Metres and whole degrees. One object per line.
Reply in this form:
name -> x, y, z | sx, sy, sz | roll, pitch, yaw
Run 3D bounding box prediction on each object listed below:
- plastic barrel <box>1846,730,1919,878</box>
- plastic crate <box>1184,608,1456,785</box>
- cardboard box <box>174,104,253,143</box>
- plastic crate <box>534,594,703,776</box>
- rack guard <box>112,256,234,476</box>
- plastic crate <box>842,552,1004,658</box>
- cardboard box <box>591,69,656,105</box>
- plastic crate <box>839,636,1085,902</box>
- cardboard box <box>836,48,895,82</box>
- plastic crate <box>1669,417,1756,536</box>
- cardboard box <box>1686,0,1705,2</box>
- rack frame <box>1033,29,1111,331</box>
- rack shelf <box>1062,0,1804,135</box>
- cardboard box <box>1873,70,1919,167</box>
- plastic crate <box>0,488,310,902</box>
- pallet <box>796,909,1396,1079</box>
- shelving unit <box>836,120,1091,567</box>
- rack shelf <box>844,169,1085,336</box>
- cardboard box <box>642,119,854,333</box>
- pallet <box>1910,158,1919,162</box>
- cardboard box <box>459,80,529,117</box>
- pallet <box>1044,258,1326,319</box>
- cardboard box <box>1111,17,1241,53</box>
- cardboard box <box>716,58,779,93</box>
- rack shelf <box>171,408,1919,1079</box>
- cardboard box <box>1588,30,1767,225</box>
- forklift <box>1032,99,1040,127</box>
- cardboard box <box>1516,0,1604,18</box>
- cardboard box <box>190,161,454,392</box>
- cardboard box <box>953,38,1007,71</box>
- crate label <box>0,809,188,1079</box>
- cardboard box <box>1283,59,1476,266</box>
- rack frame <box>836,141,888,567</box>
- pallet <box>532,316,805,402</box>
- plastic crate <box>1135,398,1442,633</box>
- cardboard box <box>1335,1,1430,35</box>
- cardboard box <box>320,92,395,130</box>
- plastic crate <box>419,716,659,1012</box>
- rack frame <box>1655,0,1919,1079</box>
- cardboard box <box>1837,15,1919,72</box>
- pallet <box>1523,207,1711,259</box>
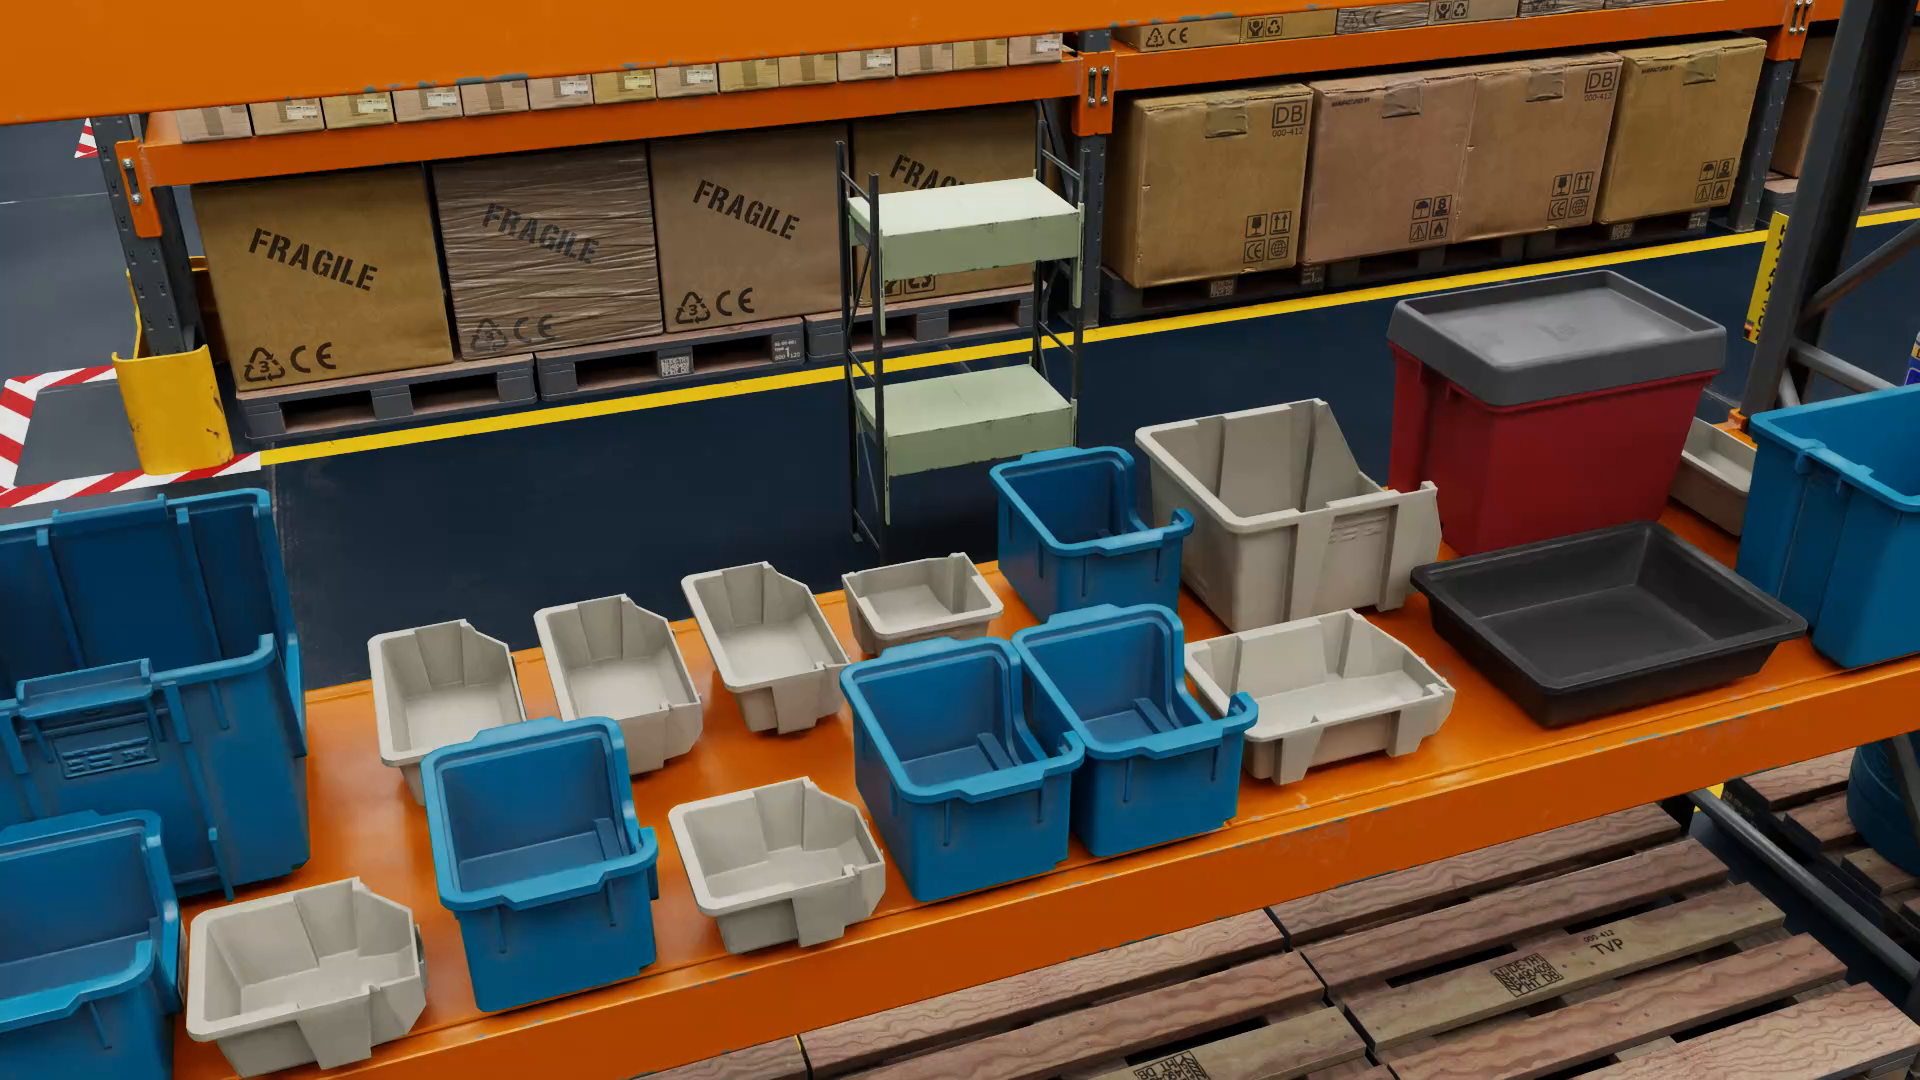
plastic barrel -> 2.682, 0.392, 4.226 | 0.708, 0.901, 0.600 | -10, 31, -18
plastic crate -> 0.639, 0.278, 2.938 | 0.466, 0.136, 0.293 | -10, 31, -18
cardboard box -> -2.862, -1.657, 6.383 | 0.250, 0.149, 0.380 | -10, 31, -17
plastic crate -> -0.605, 0.260, 2.969 | 0.243, 0.136, 0.396 | -10, 31, -18
rack guard -> -3.332, -0.768, 7.093 | 0.348, 0.500, 1.175 | -10, 31, -18
plastic crate -> -0.081, 0.141, 3.178 | 0.250, 0.136, 0.298 | -10, 31, -18
cardboard box -> -1.421, -1.923, 6.850 | 0.250, 0.149, 0.380 | -11, 32, -19
plastic crate -> -0.002, 0.369, 2.680 | 0.300, 0.233, 0.416 | -10, 31, -18
cardboard box -> -0.455, -2.102, 7.163 | 0.250, 0.149, 0.380 | -10, 31, -17
plastic crate -> 1.680, -0.148, 3.686 | 0.243, 0.136, 0.396 | -10, 31, -18
cardboard box -> 3.812, -3.082, 8.529 | 0.500, 0.500, 0.500 | -9, 31, -16
rack frame -> 0.439, -2.549, 7.693 | 0.127, 3.000, 1.000 | -10, 31, -18
rack shelf -> 2.314, -2.581, 8.477 | 4.000, 0.370, 1.077 | -10, 31, -18
cardboard box -> 5.325, -2.571, 9.813 | 0.500, 0.500, 0.700 | -13, 32, -22
plastic crate -> -1.334, 0.254, 2.678 | 0.499, 0.435, 0.616 | -10, 31, -18
pallet -> 0.345, 1.318, 3.723 | 1.213, 0.211, 1.003 | -10, 31, -18
shelving unit -> 0.006, -0.653, 5.881 | 0.755, 1.500, 0.431 | -10, 31, -18
rack shelf -> 0.006, -0.992, 5.688 | 0.720, 0.370, 0.431 | -10, 31, -18
cardboard box -> -1.051, -1.576, 7.708 | 0.875, 0.875, 0.875 | -10, 31, -18
pallet -> 6.063, -2.370, 10.198 | 1.213, 0.211, 1.003 | -10, 31, -18
cardboard box -> -1.900, -1.836, 6.695 | 0.250, 0.149, 0.380 | -11, 31, -19
pallet -> 1.136, -1.505, 8.679 | 1.213, 0.211, 1.003 | -10, 31, -18
cardboard box -> 0.958, -2.556, 7.604 | 0.500, 0.500, 0.500 | -10, 31, -17
cardboard box -> -0.937, -2.013, 7.007 | 0.250, 0.149, 0.380 | -11, 31, -18
rack shelf -> 0.292, 0.407, 3.232 | 4.000, 0.370, 1.077 | -10, 31, -18
cardboard box -> 3.534, -2.389, 9.135 | 0.875, 0.875, 1.225 | -12, 32, -20
forklift -> -0.602, -3.629, 9.660 | 3.031, 2.935, 1.130 | -11, 32, -19
cardboard box -> 2.857, -2.908, 8.223 | 0.500, 0.500, 0.500 | -11, 32, -19
cardboard box -> -2.738, -1.265, 7.163 | 0.875, 0.875, 0.875 | -10, 31, -18
cardboard box -> 0.026, -2.190, 7.318 | 0.250, 0.149, 0.380 | -10, 31, -17
crate label -> -1.236, 0.596, 2.281 | 0.303, 0.233, 0.416 | -10, 31, -18
cardboard box -> 1.869, -2.082, 8.597 | 0.875, 0.875, 1.225 | -12, 32, -19
rack frame -> -0.337, -0.590, 5.770 | 0.023, 1.500, 0.400 | -10, 31, -18
pallet -> -1.446, -1.030, 7.844 | 1.213, 0.211, 1.003 | -10, 31, -18
plastic crate -> 0.671, -0.047, 3.362 | 0.530, 0.282, 0.437 | -10, 31, -18
cardboard box -> 1.898, -2.729, 7.909 | 0.500, 0.500, 0.500 | -11, 32, -19
cardboard box -> -2.382, -1.747, 6.539 | 0.250, 0.149, 0.380 | -11, 32, -19
plastic crate -> -0.619, 0.483, 2.481 | 0.300, 0.233, 0.416 | -10, 31, -18
rack frame -> 2.166, -0.251, 3.660 | 0.127, 3.000, 1.000 | -10, 31, -18
cardboard box -> 5.299, -2.896, 9.626 | 0.500, 0.250, 0.500 | -7, 30, -12
pallet -> 3.423, -1.926, 9.418 | 1.213, 0.211, 1.003 | -10, 31, -18
